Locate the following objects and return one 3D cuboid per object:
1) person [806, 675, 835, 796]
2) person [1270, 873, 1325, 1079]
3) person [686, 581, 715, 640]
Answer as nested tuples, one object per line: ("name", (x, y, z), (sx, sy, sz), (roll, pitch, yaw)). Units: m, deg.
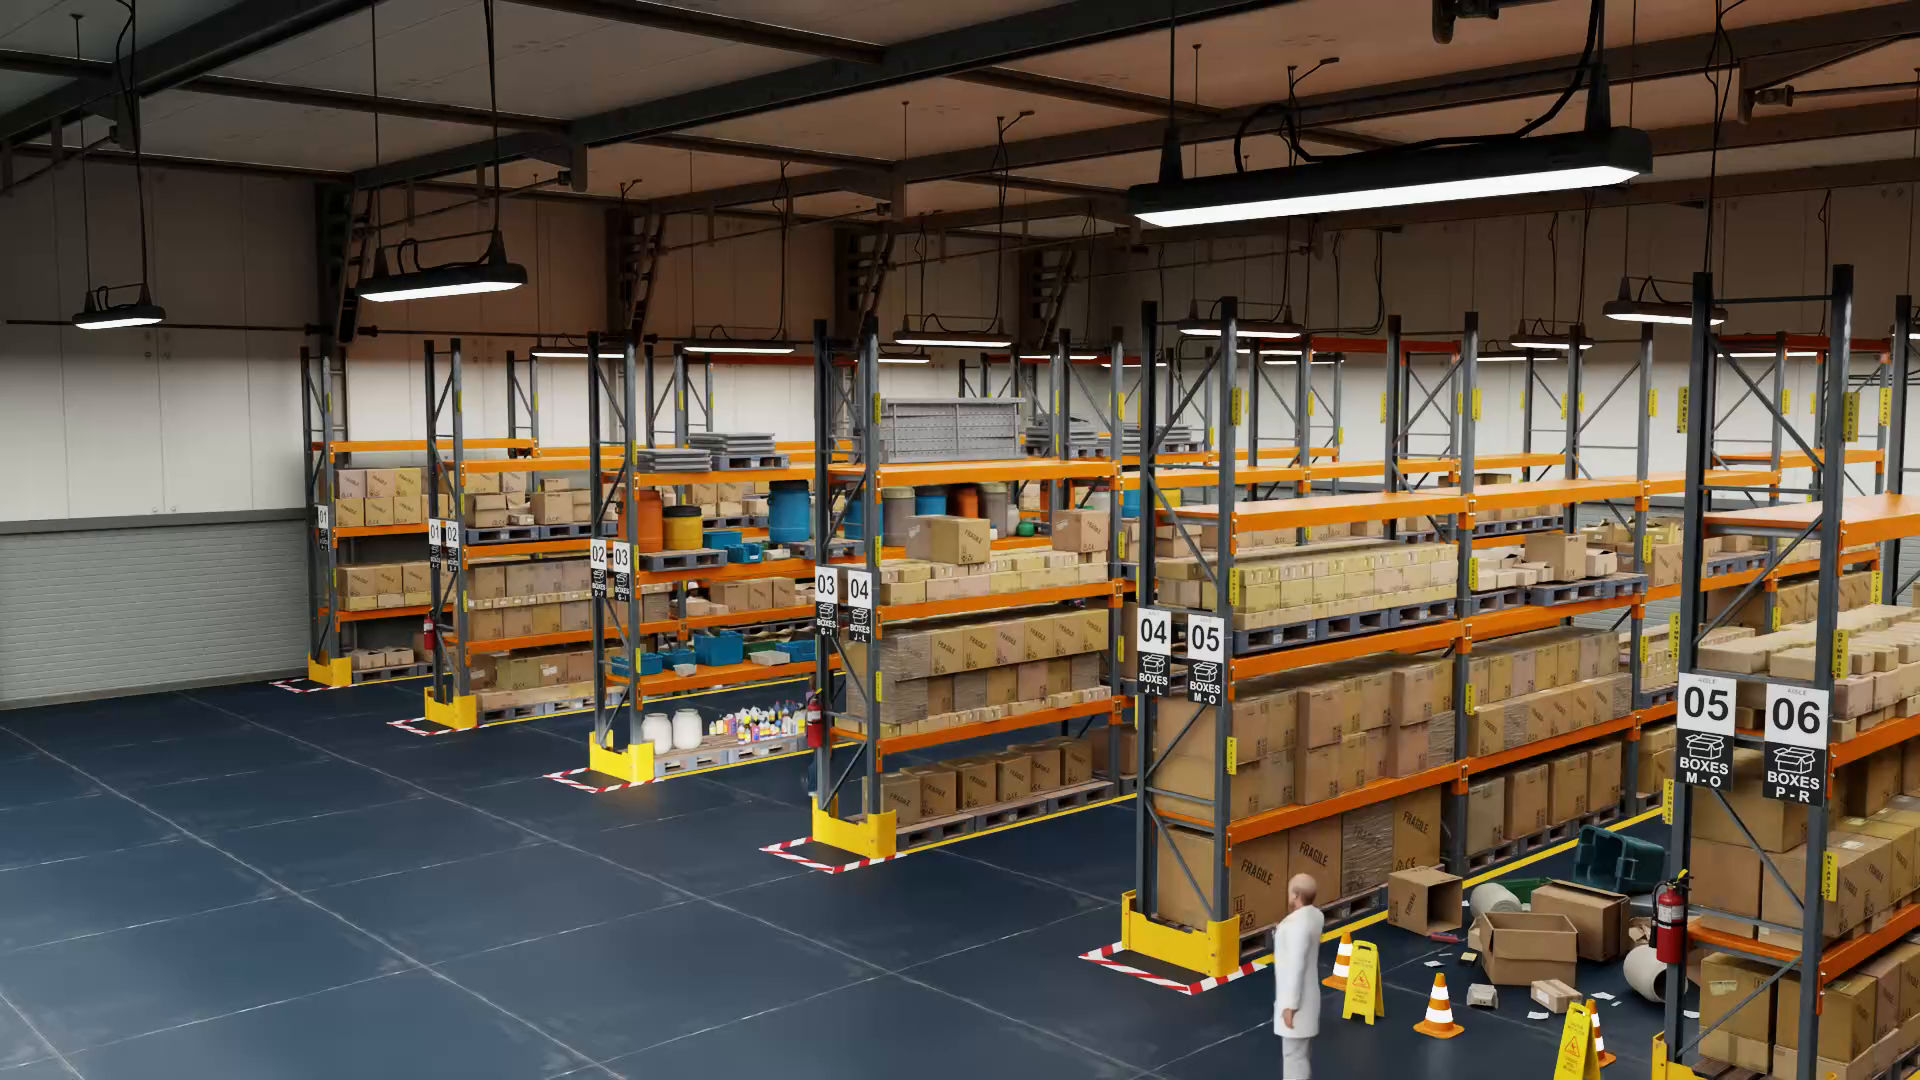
("person", (-1.774, 2.489, 21.219), (0.390, 1.592, 0.401), (-1, 5, -11))
("person", (2.350, 3.237, 11.766), (0.429, 1.788, 0.623), (1, 5, 12))
("person", (-4.827, 1.600, 31.223), (0.826, 1.650, 0.572), (1, 5, 8))
